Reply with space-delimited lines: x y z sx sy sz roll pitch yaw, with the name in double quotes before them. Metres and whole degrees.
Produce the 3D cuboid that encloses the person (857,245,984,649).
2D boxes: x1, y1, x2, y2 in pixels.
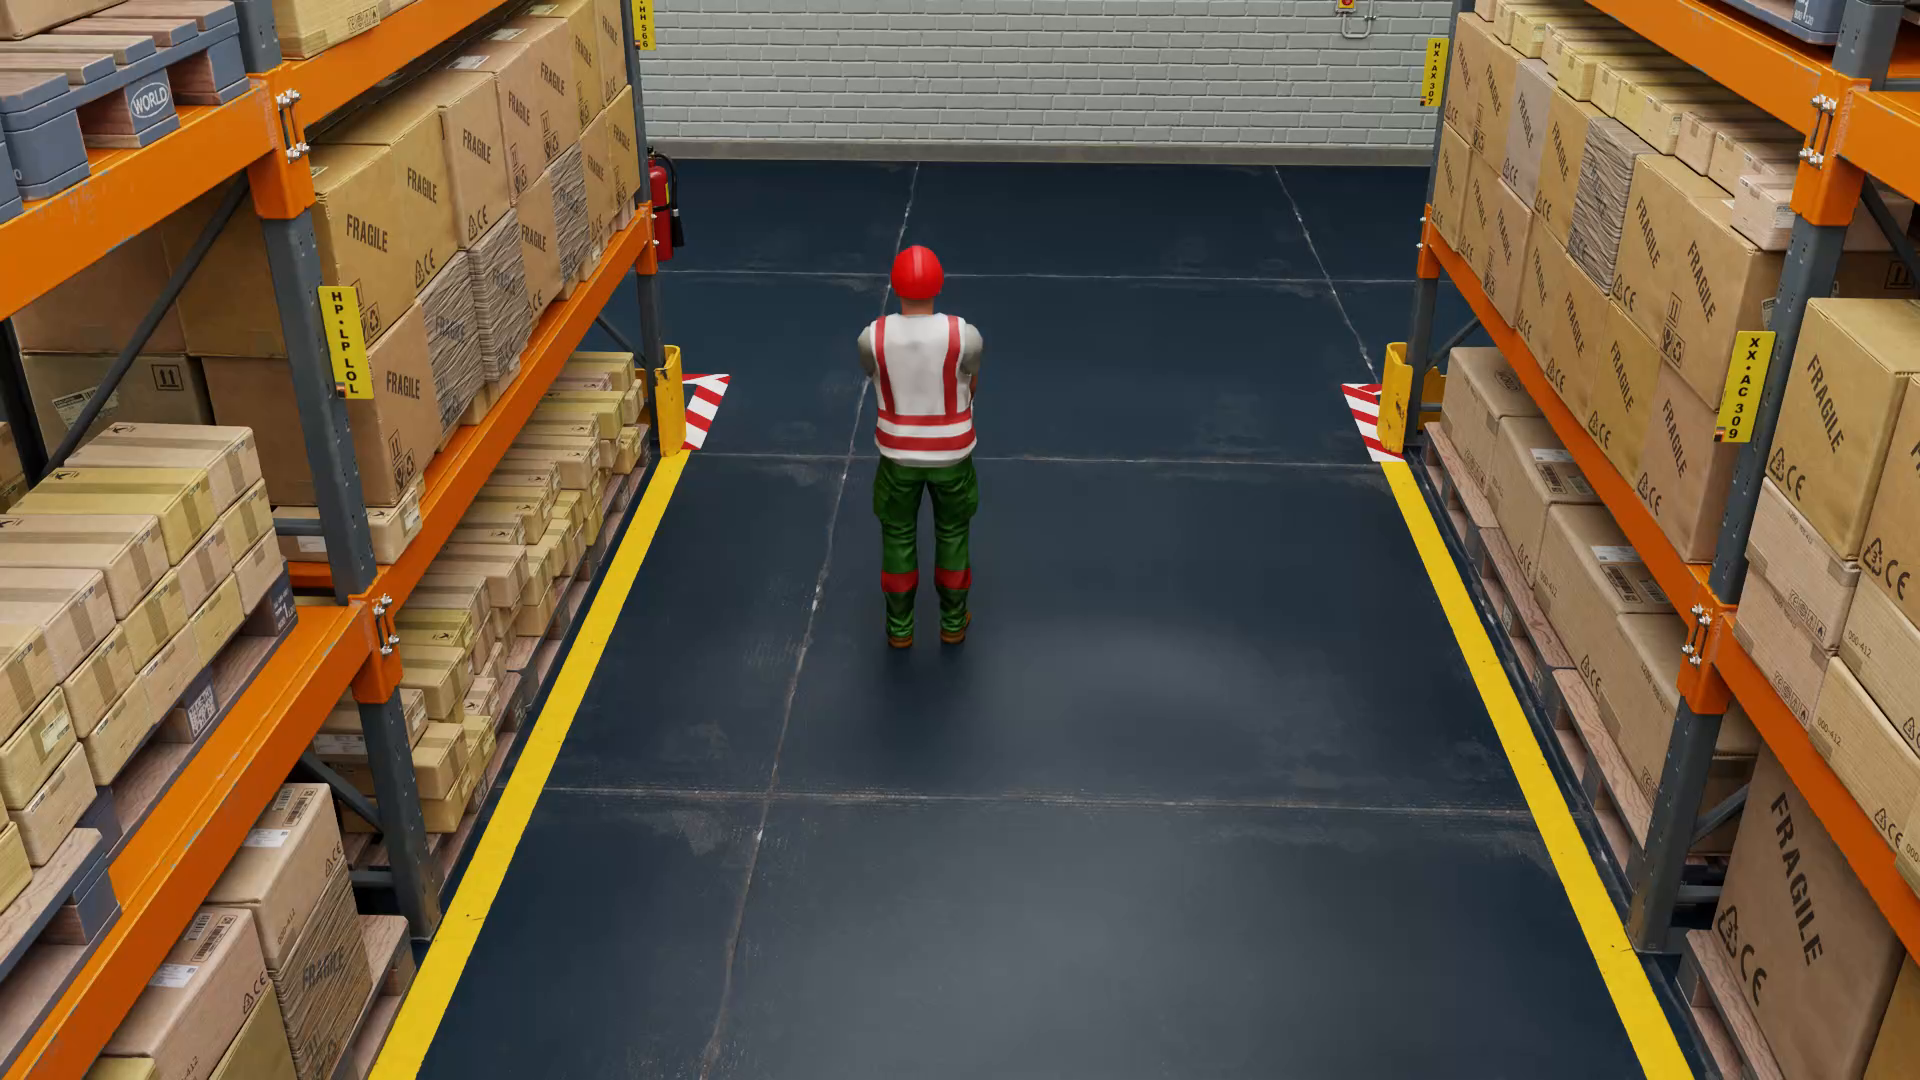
"person" -0.149 -0.404 6.871 0.494 1.782 0.564 1 28 2
